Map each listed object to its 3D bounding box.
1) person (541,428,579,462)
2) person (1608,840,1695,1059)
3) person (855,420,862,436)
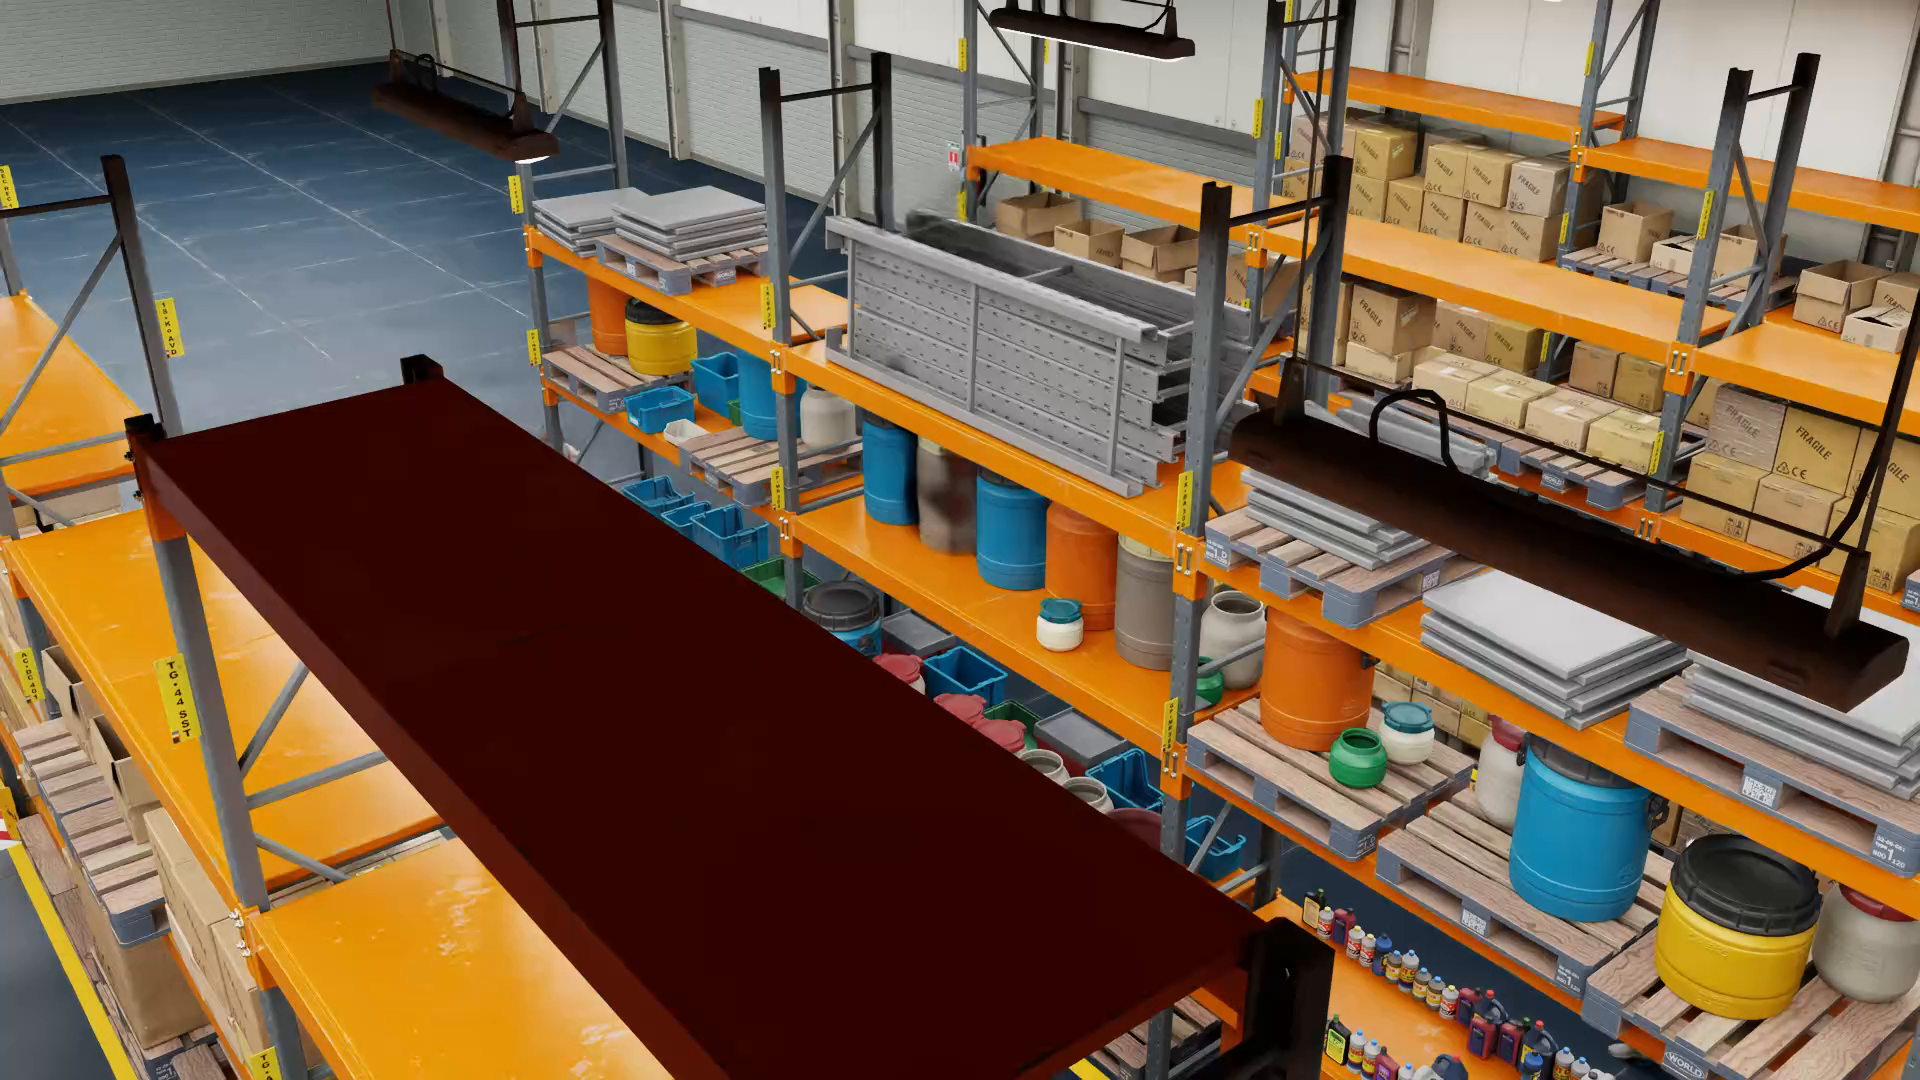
[{"bbox_3d":[-4.188,-0.478,17.433,0.546,1.564,0.567,1,26,1],"label":"person"},{"bbox_3d":[4.709,2.688,10.672,0.853,1.833,0.618,22,33,38],"label":"person"},{"bbox_3d":[-1.481,-1.711,19.828,0.865,1.730,0.666,-3,26,-6],"label":"person"}]
